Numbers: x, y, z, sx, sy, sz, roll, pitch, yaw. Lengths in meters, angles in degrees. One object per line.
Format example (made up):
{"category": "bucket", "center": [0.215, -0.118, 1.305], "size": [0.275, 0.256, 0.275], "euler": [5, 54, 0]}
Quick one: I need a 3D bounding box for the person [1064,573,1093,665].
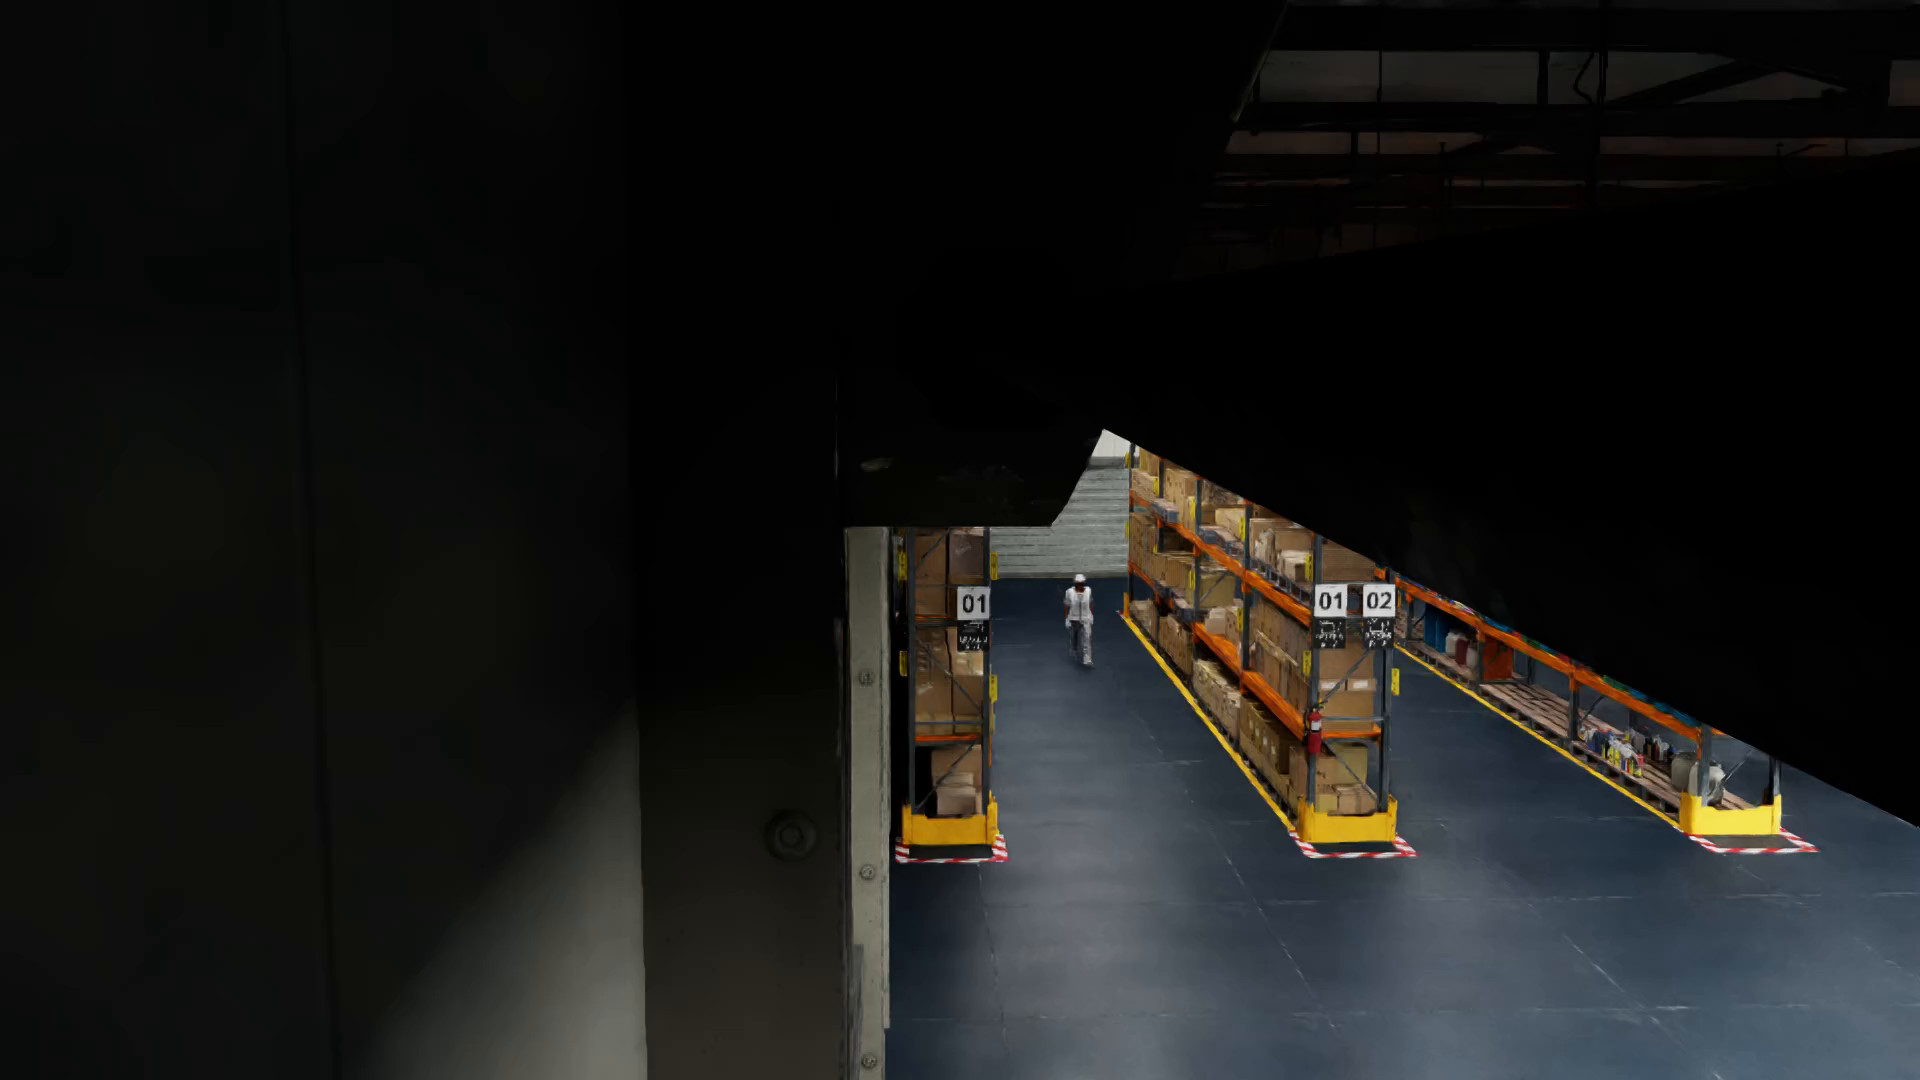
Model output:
{"category": "person", "center": [2.239, 1.466, 31.320], "size": [0.566, 1.706, 1.122], "euler": [0, 7, 0]}
